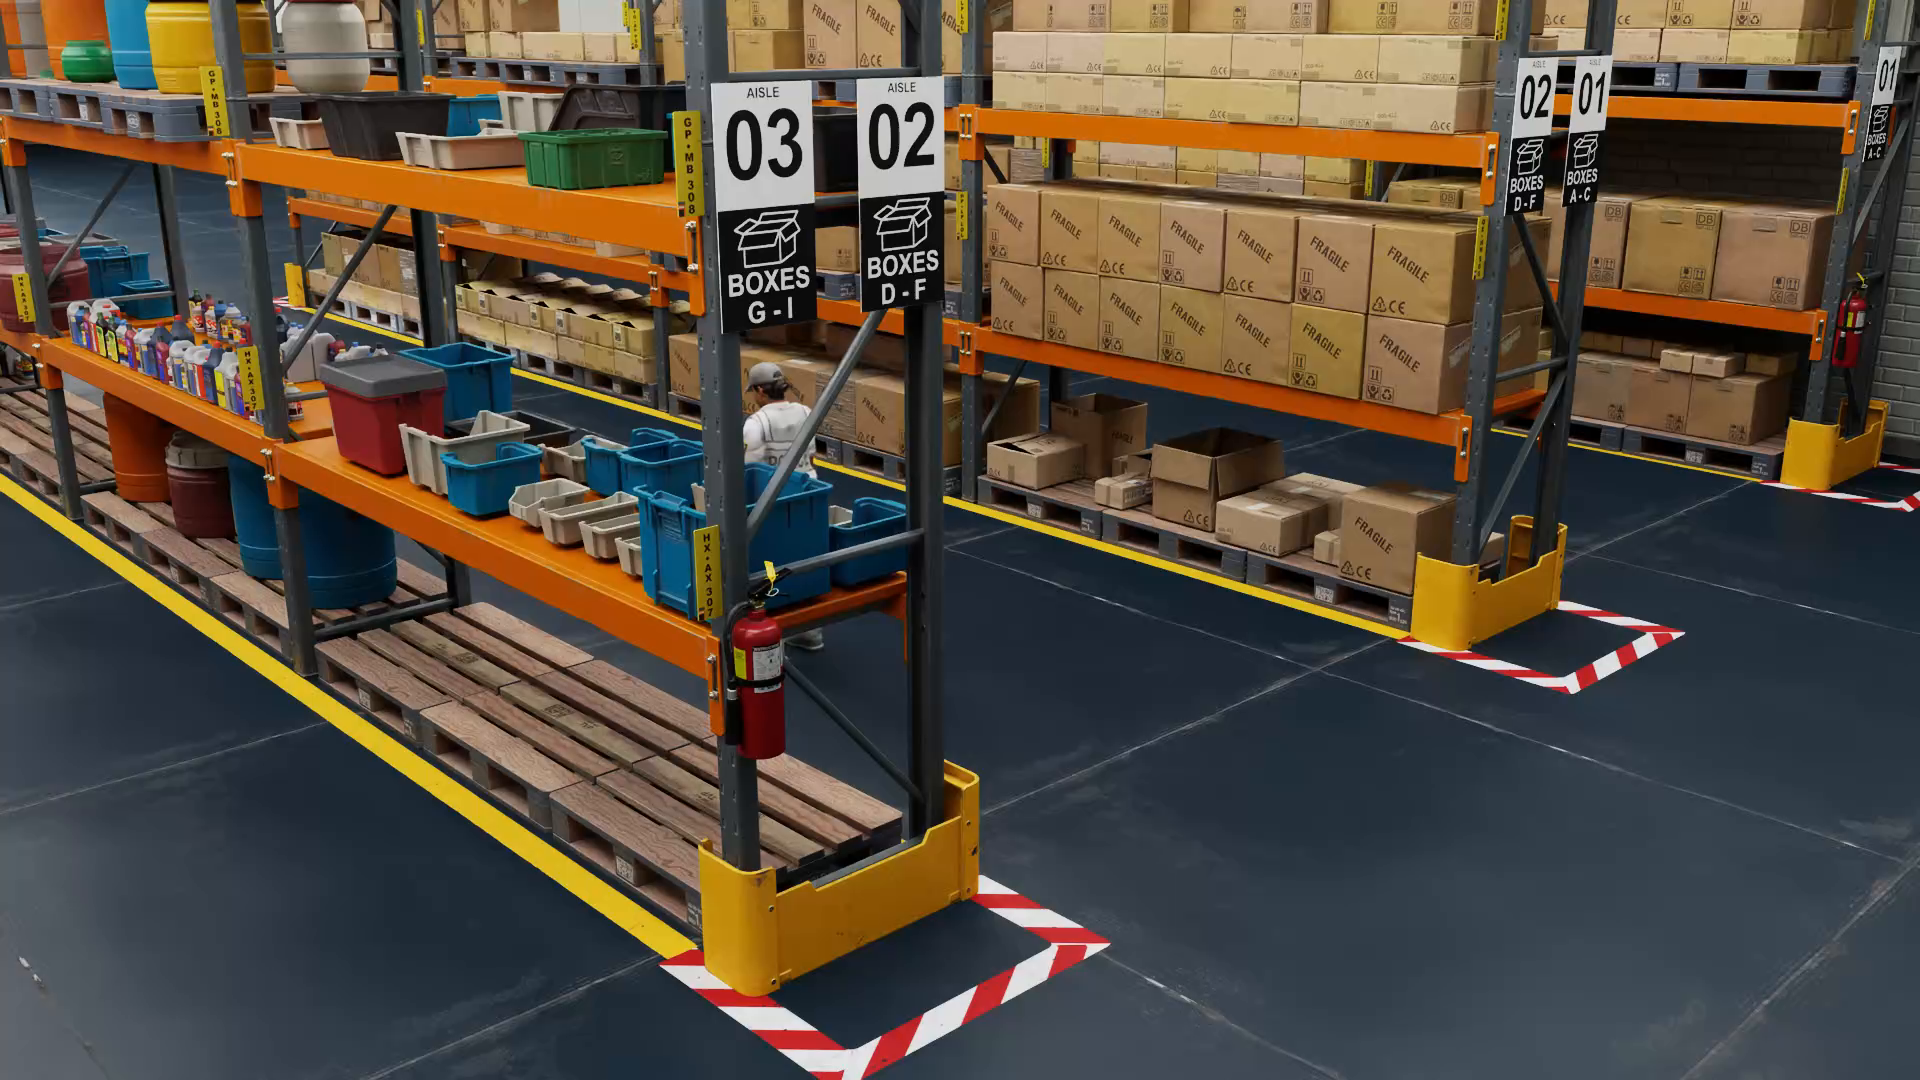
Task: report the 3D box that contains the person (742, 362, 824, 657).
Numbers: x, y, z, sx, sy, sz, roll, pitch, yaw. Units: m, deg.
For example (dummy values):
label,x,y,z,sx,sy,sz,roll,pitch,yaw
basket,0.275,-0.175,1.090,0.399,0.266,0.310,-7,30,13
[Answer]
label,x,y,z,sx,sy,sz,roll,pitch,yaw
person,-1.000,-0.147,9.059,0.478,1.650,0.409,-15,23,-40
